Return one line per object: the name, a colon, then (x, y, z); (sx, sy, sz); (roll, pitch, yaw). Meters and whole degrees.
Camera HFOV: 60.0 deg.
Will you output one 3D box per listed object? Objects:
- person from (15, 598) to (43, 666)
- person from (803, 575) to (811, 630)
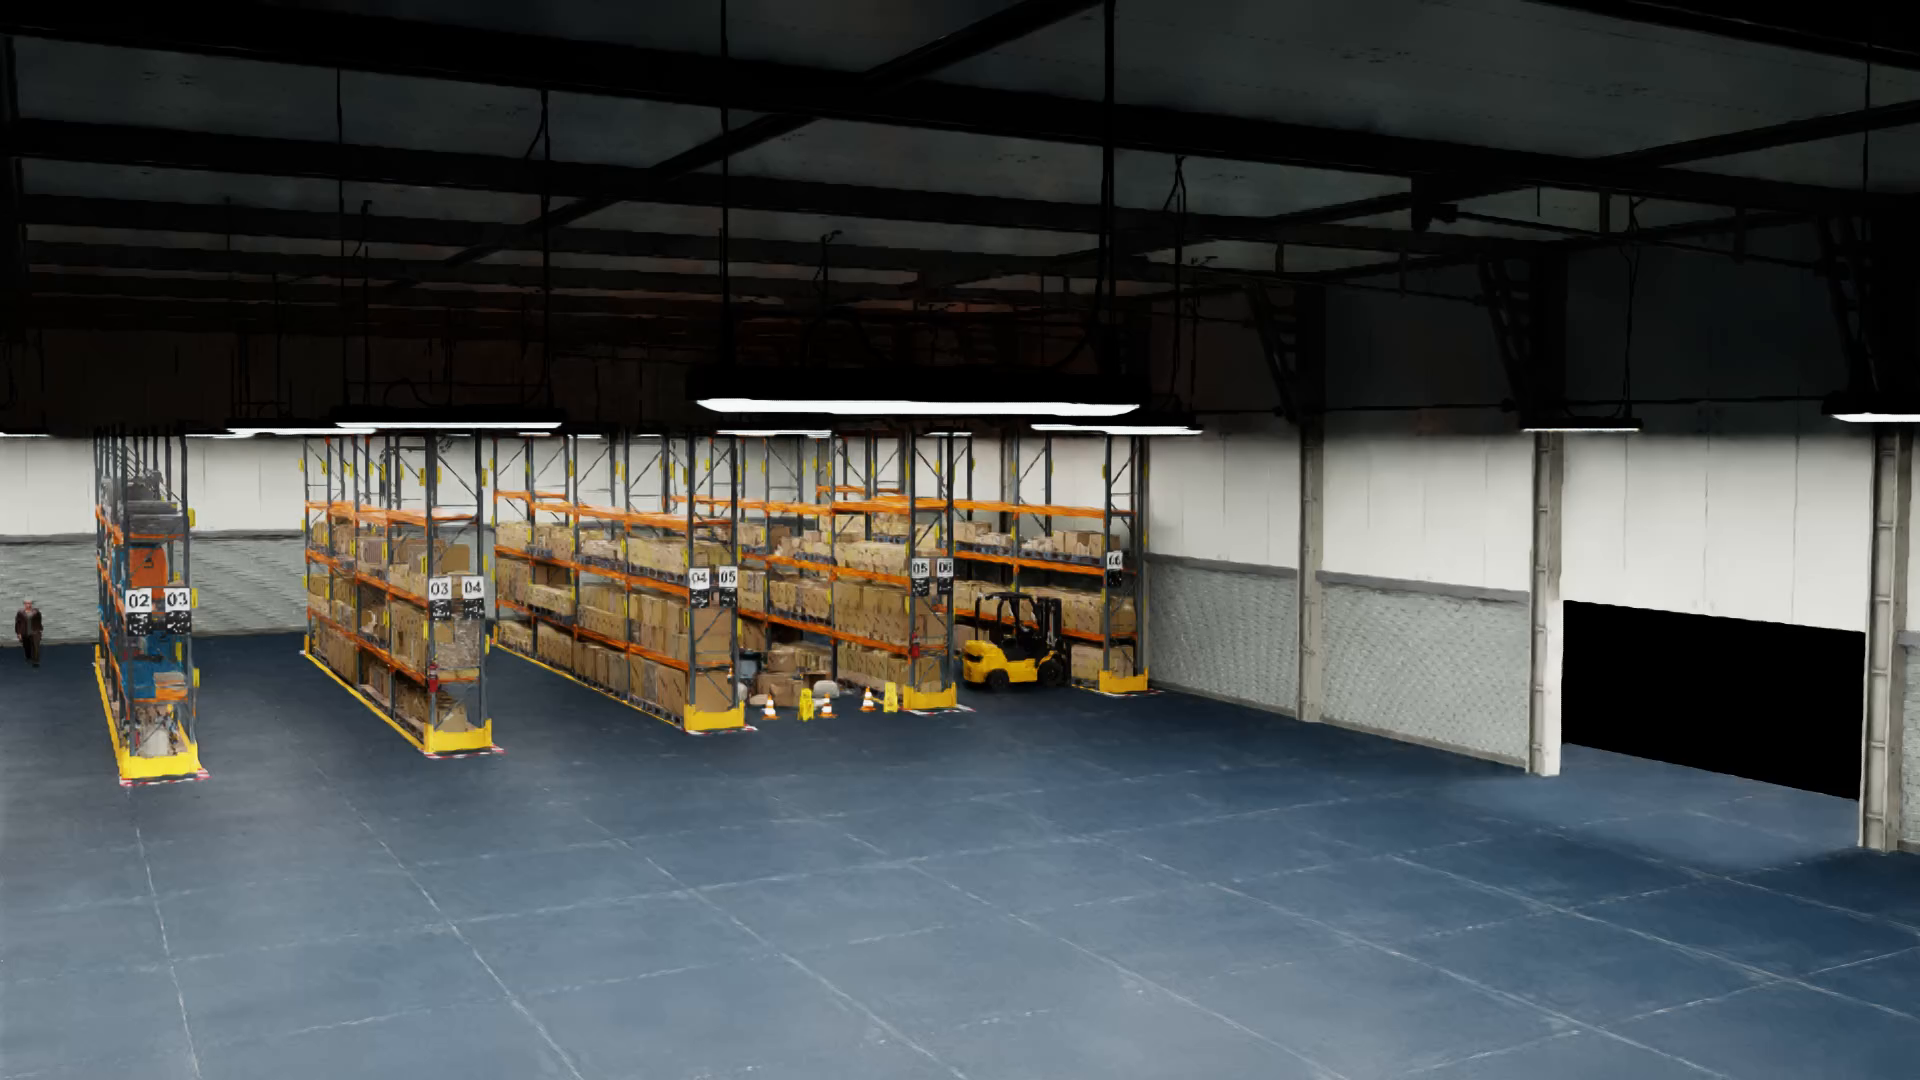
person: (-23.485, 2.315, 41.959); (0.598, 1.698, 1.193); (-2, 4, -26)
person: (-4.575, 1.870, 49.721); (0.480, 1.672, 0.554); (-2, 4, -32)
